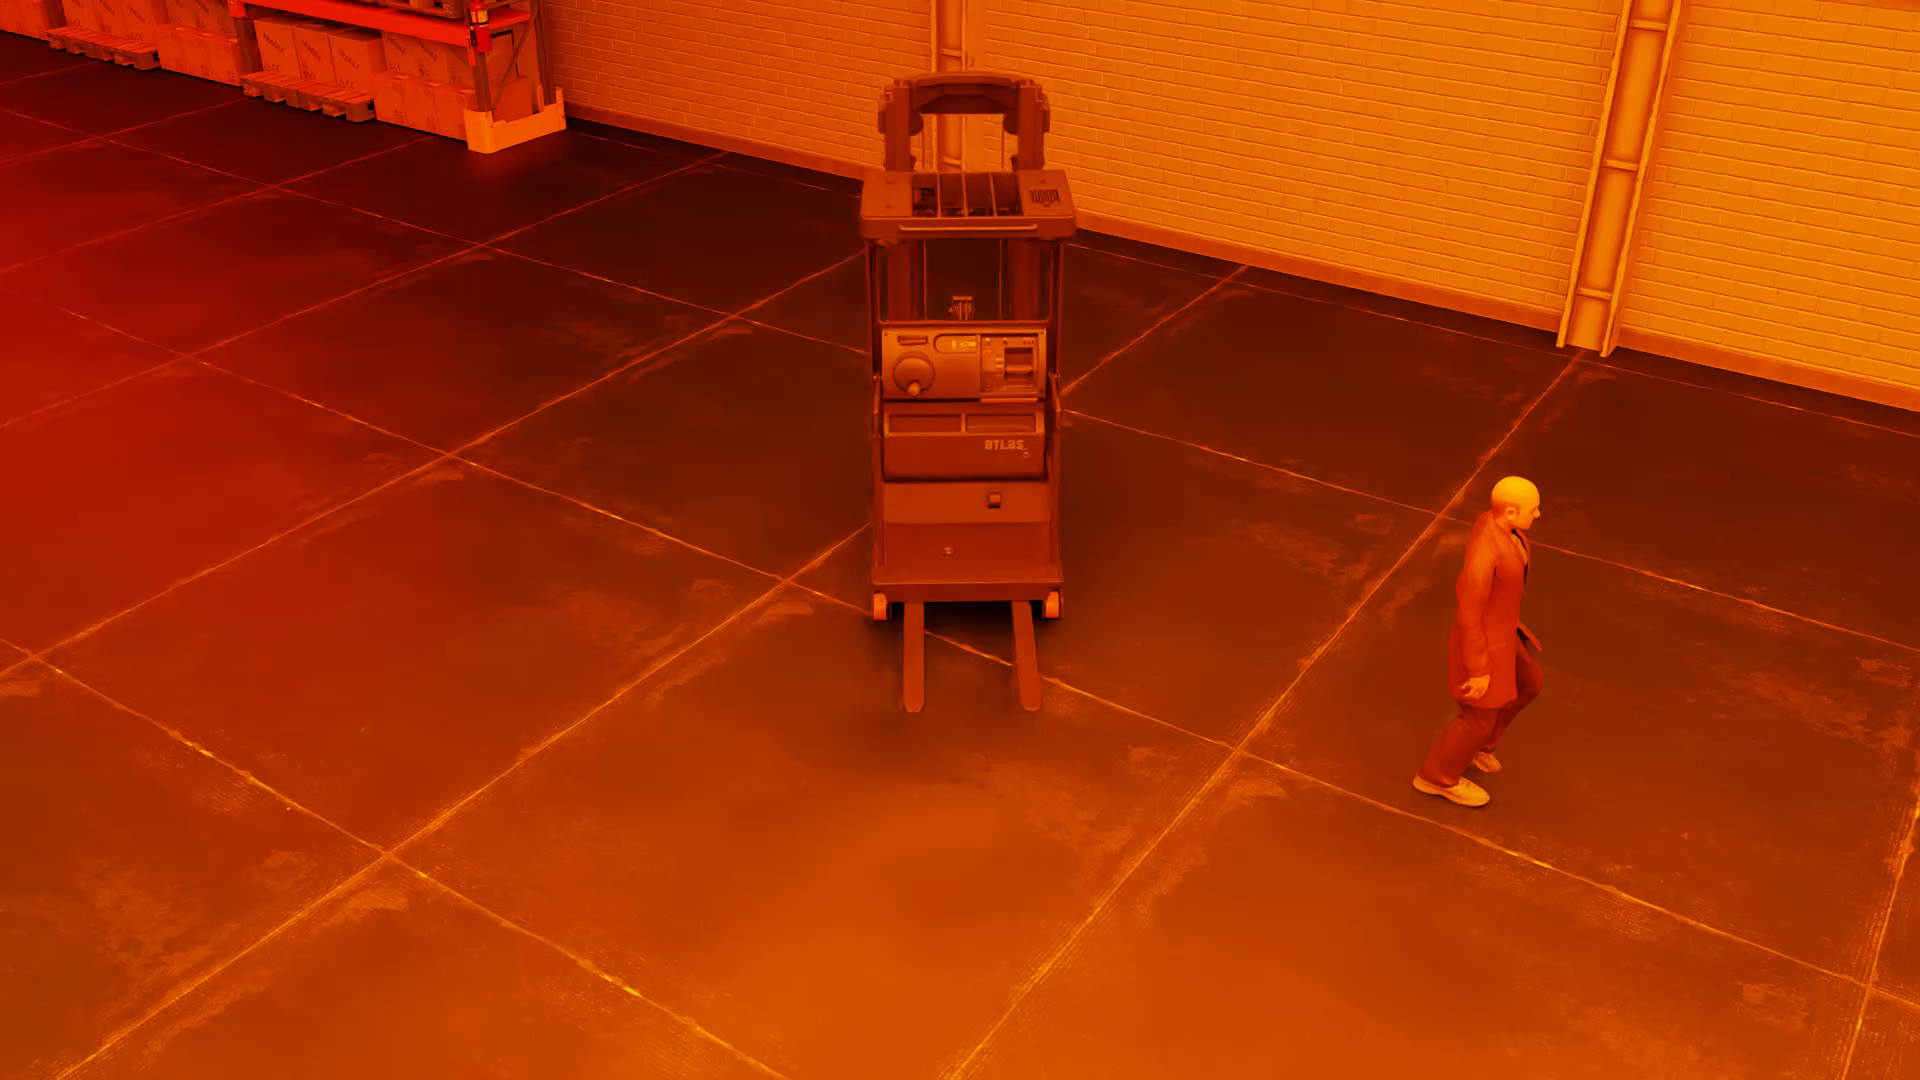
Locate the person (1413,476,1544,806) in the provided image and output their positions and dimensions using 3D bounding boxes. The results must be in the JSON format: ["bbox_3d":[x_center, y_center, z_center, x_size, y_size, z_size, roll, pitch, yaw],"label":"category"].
[{"bbox_3d":[2.547,0.497,7.923,0.514,1.786,0.722,11,32,18],"label":"person"}]

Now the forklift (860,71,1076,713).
[{"bbox_3d":[0.031,-0.957,9.229,1.130,2.935,3.031,-1,30,-1],"label":"forklift"}]
